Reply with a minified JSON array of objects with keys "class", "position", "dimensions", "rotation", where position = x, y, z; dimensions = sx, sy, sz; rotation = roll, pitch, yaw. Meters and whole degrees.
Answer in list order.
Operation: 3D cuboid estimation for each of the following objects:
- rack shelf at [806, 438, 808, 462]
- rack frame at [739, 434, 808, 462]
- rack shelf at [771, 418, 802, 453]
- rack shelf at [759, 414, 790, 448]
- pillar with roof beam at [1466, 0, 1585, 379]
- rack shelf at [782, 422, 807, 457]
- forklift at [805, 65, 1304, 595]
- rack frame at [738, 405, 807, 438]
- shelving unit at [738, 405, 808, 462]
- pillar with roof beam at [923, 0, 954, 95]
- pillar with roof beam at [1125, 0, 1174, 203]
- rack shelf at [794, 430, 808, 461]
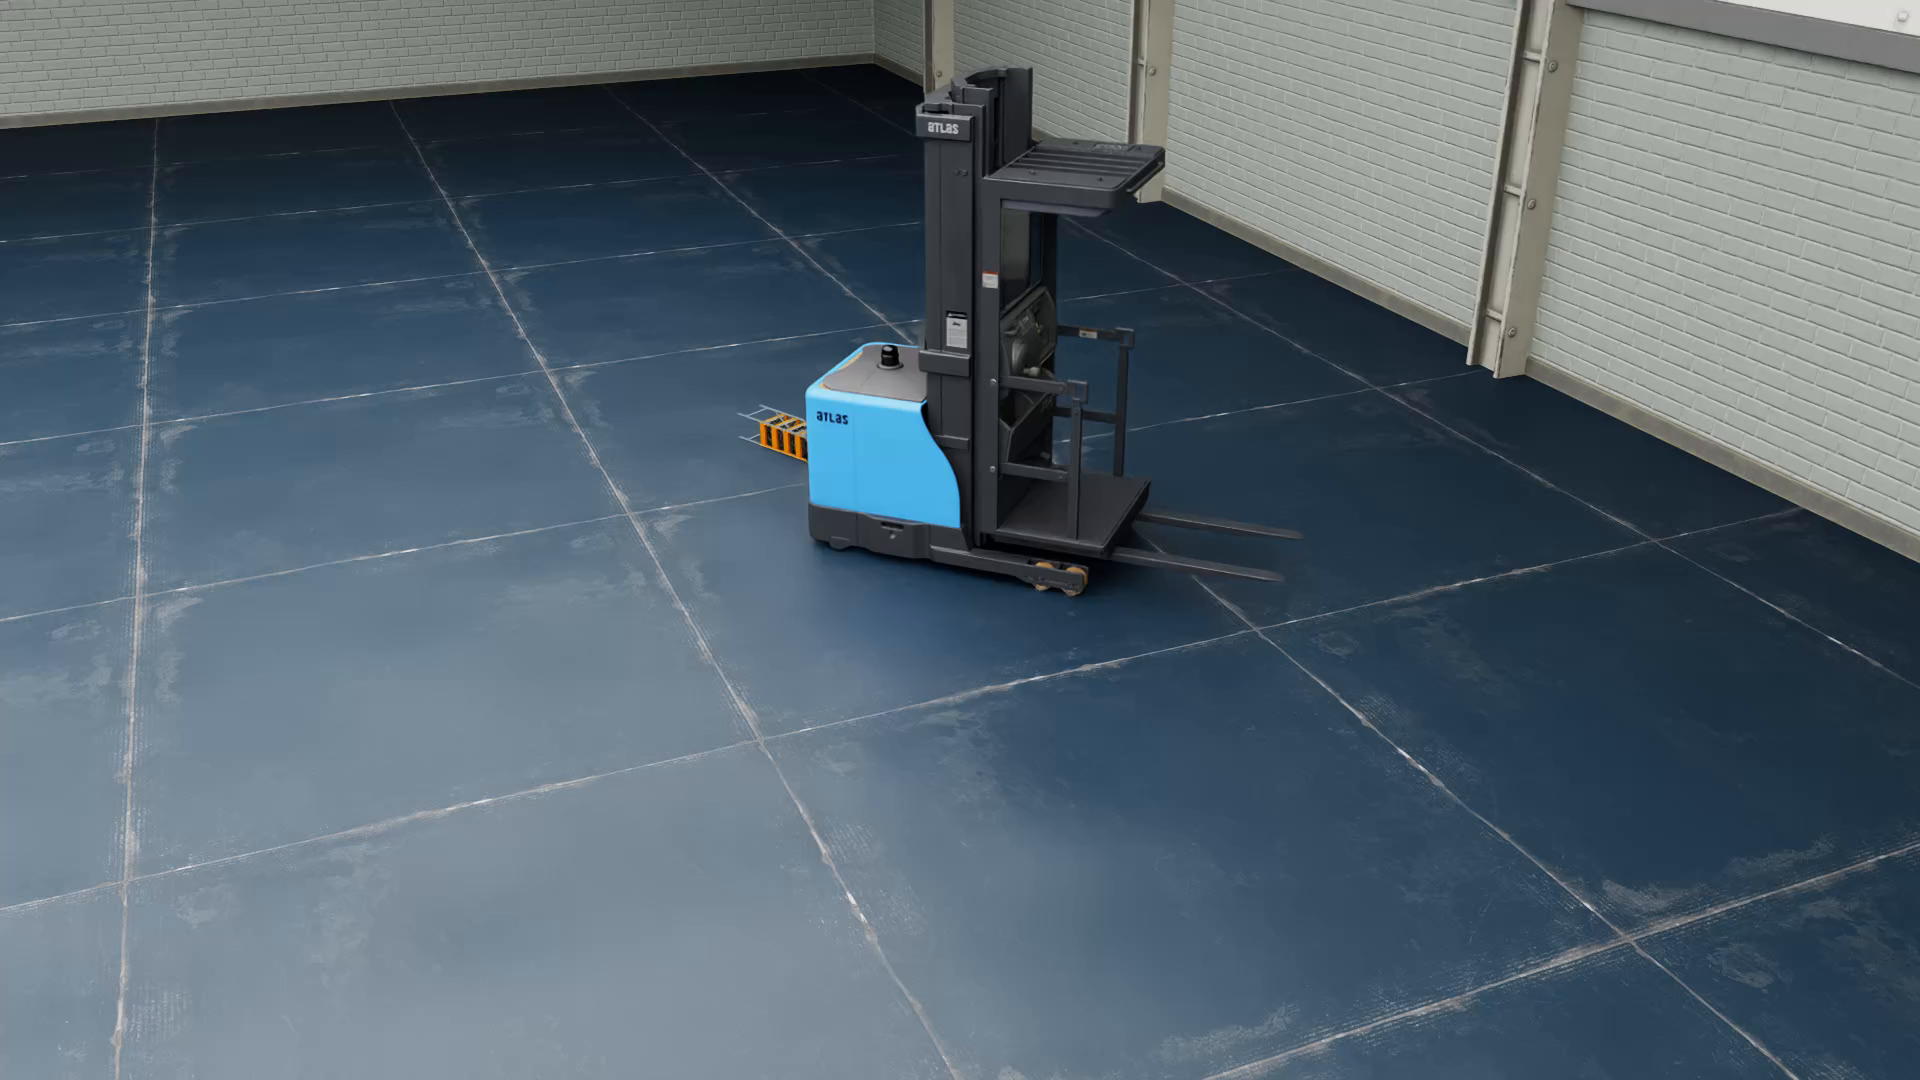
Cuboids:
[{"class":"rack shelf","position":[-0.975,-0.667,11.896],"dimensions":[0.103,0.180,0.258],"rotation":[20,33,35]},{"class":"rack frame","position":[-1.100,-0.632,12.031],"dimensions":[1.200,0.006,0.240],"rotation":[20,33,35]},{"class":"rack shelf","position":[-1.250,-0.769,12.104],"dimensions":[0.103,0.180,0.258],"rotation":[20,33,35]},{"class":"rack shelf","position":[-1.342,-0.803,12.174],"dimensions":[0.103,0.180,0.258],"rotation":[20,33,35]},{"class":"pillar with roof beam","position":[0.437,-4.712,10.143],"dimensions":[9.100,9.000,0.400],"rotation":[-11,28,-21]},{"class":"rack shelf","position":[-1.158,-0.735,12.035],"dimensions":[0.103,0.180,0.258],"rotation":[20,33,35]},{"class":"forklift","position":[0.602,-1.248,9.966],"dimensions":[3.031,2.935,1.130],"rotation":[9,28,19]},{"class":"rack frame","position":[-1.100,-0.796,11.951],"dimensions":[1.200,0.006,0.240],"rotation":[20,33,35]},{"class":"shelving unit","position":[-1.100,-0.714,11.991],"dimensions":[1.200,0.189,0.258],"rotation":[20,33,35]},{"class":"pillar with roof beam","position":[-4.263,-9.556,20.066],"dimensions":[9.100,9.000,0.400],"rotation":[-11,28,-21]},{"class":"pillar with roof beam","position":[-1.913,-7.134,15.104],"dimensions":[9.100,9.000,0.400],"rotation":[-11,28,-21]},{"class":"rack shelf","position":[-1.066,-0.701,11.965],"dimensions":[0.103,0.180,0.258],"rotation":[20,33,35]}]
